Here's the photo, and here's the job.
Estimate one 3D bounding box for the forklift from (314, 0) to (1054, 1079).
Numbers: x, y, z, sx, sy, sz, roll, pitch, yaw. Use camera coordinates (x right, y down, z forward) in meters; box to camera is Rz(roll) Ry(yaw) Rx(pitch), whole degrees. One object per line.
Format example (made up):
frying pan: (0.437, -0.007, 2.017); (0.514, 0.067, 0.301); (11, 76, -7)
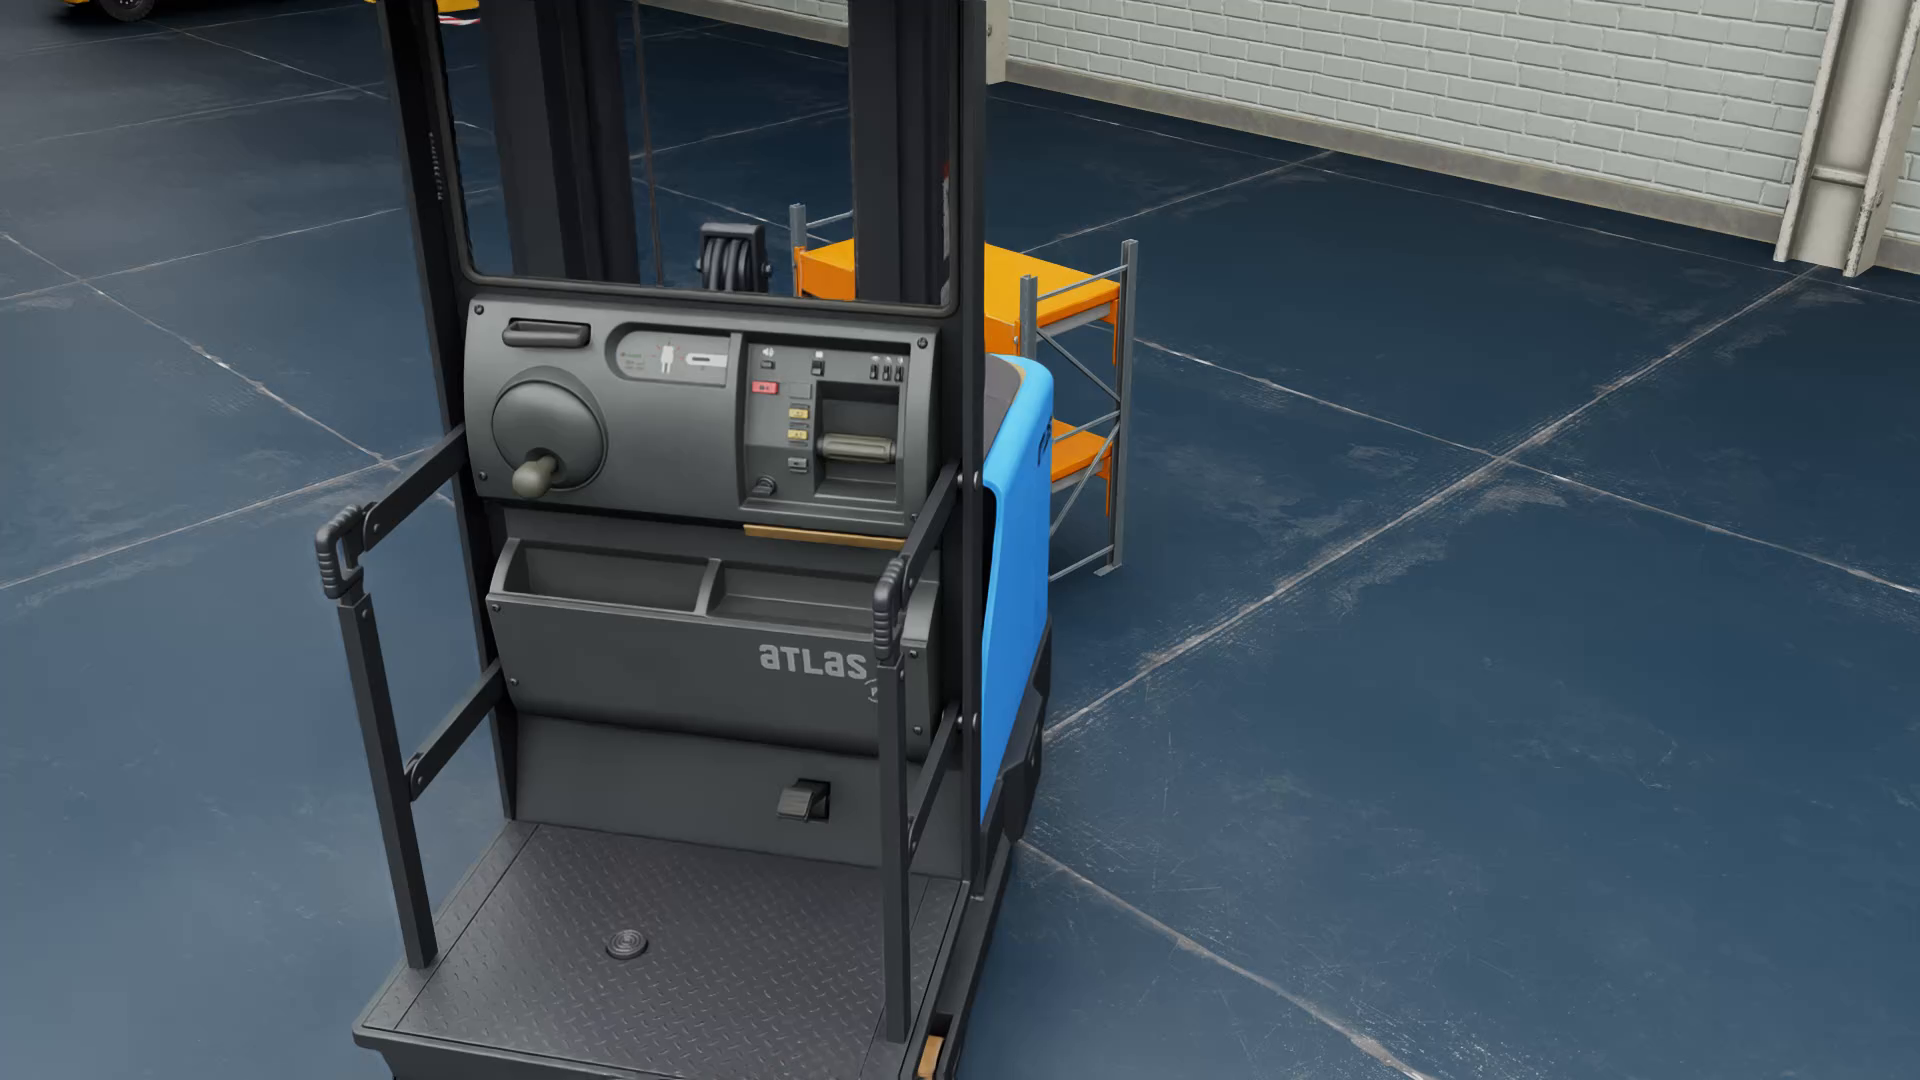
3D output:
forklift: (-0.547, -0.203, 2.987); (1.130, 2.935, 3.031); (6, 28, 10)

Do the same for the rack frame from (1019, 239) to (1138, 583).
rack frame: (0.358, -0.334, 5.177); (0.032, 1.125, 0.500); (25, 36, 38)

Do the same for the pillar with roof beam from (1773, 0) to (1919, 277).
pillar with roof beam: (1.365, -3.967, 3.624); (0.400, 9.000, 9.100); (25, 36, 38)

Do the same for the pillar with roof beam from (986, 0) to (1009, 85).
pillar with roof beam: (-2.913, -5.924, 7.348); (0.400, 9.000, 9.100); (25, 36, 38)

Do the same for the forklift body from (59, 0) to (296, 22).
forklift body: (-6.940, -5.767, 14.406); (1.214, 2.155, 2.313); (25, 36, 38)

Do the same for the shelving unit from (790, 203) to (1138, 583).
shelving unit: (-0.005, -0.500, 5.492); (1.048, 1.125, 0.538); (25, 36, 38)

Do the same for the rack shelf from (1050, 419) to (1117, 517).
rack shelf: (-0.005, -0.284, 5.606); (1.000, 0.278, 0.538); (25, 36, 38)

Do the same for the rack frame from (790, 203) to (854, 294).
rack frame: (-0.367, -0.666, 5.808); (0.032, 1.125, 0.500); (25, 36, 38)

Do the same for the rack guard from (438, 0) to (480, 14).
rack guard: (-4.292, -5.015, 14.750); (0.348, 0.500, 1.175); (25, 36, 38)

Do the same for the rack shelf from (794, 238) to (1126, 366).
rack shelf: (-0.005, -0.759, 5.356); (1.000, 0.278, 0.538); (25, 36, 38)
